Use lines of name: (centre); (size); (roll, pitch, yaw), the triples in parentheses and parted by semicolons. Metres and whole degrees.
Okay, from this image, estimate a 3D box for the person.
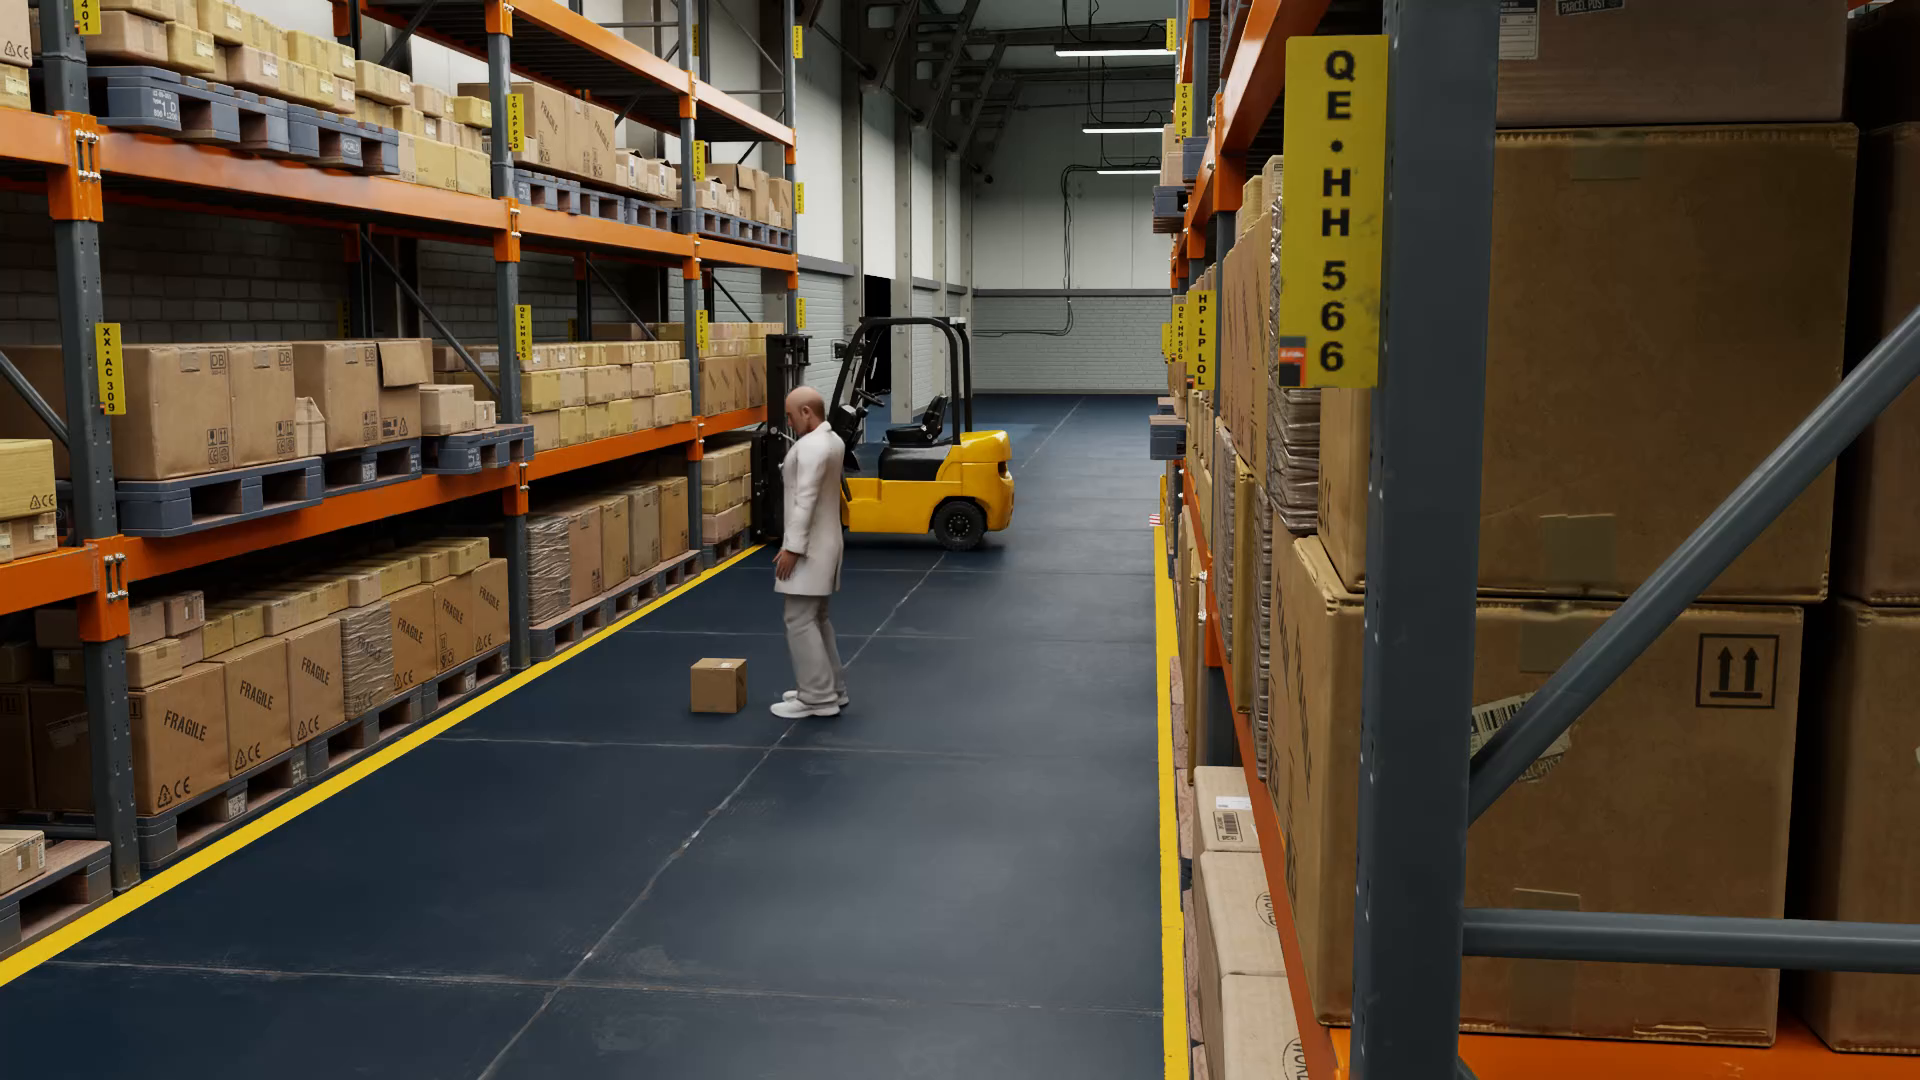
person: (-0.821, 0.061, 8.952); (0.379, 1.771, 0.565); (1, 7, 7)
